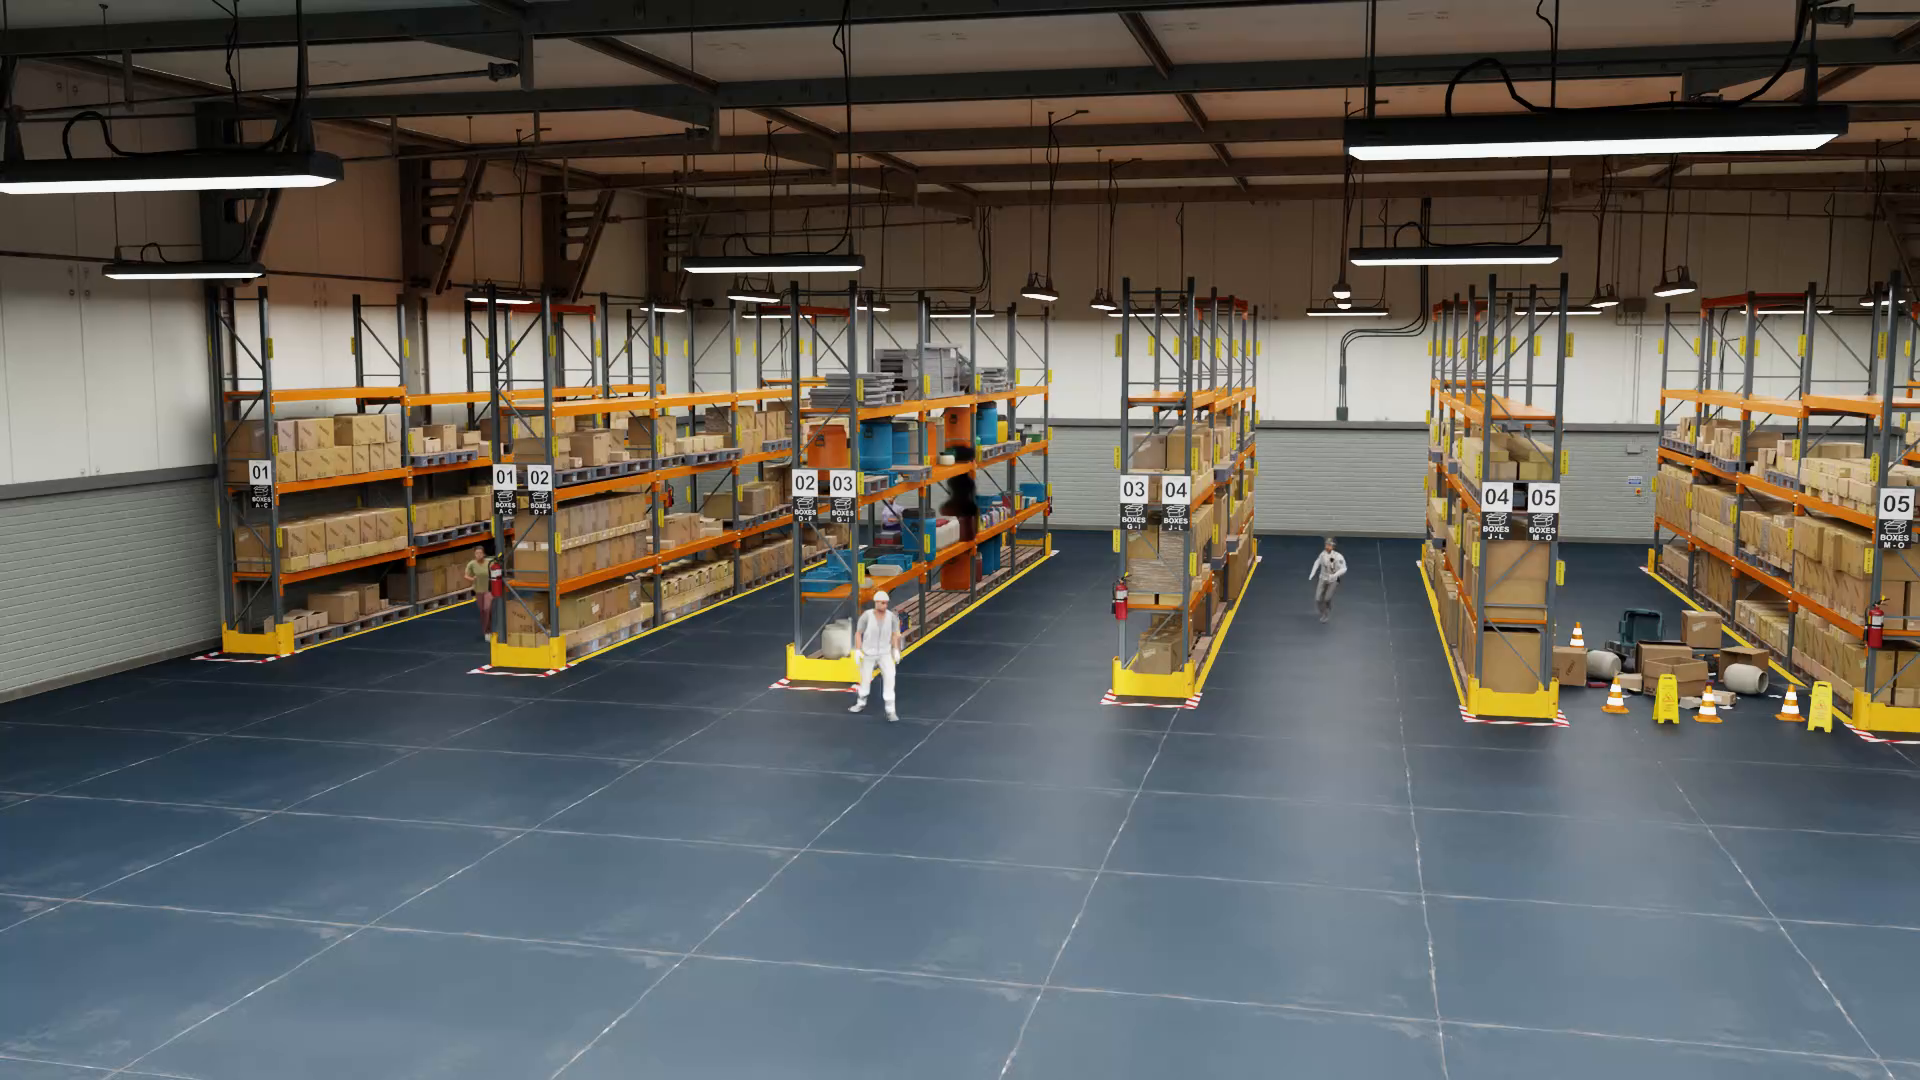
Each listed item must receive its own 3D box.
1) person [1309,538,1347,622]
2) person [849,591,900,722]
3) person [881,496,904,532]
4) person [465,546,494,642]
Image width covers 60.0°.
[{"bbox_3d":[6.774,0.735,30.502,0.679,1.601,0.504,4,8,33],"label":"person"},{"bbox_3d":[-1.132,1.543,22.597,0.700,1.736,0.910,-2,7,-17],"label":"person"},{"bbox_3d":[-1.429,-0.144,35.150,0.597,1.705,0.737,2,7,19],"label":"person"},{"bbox_3d":[-8.237,0.891,28.789,0.573,1.639,0.940,0,7,-4],"label":"person"}]
